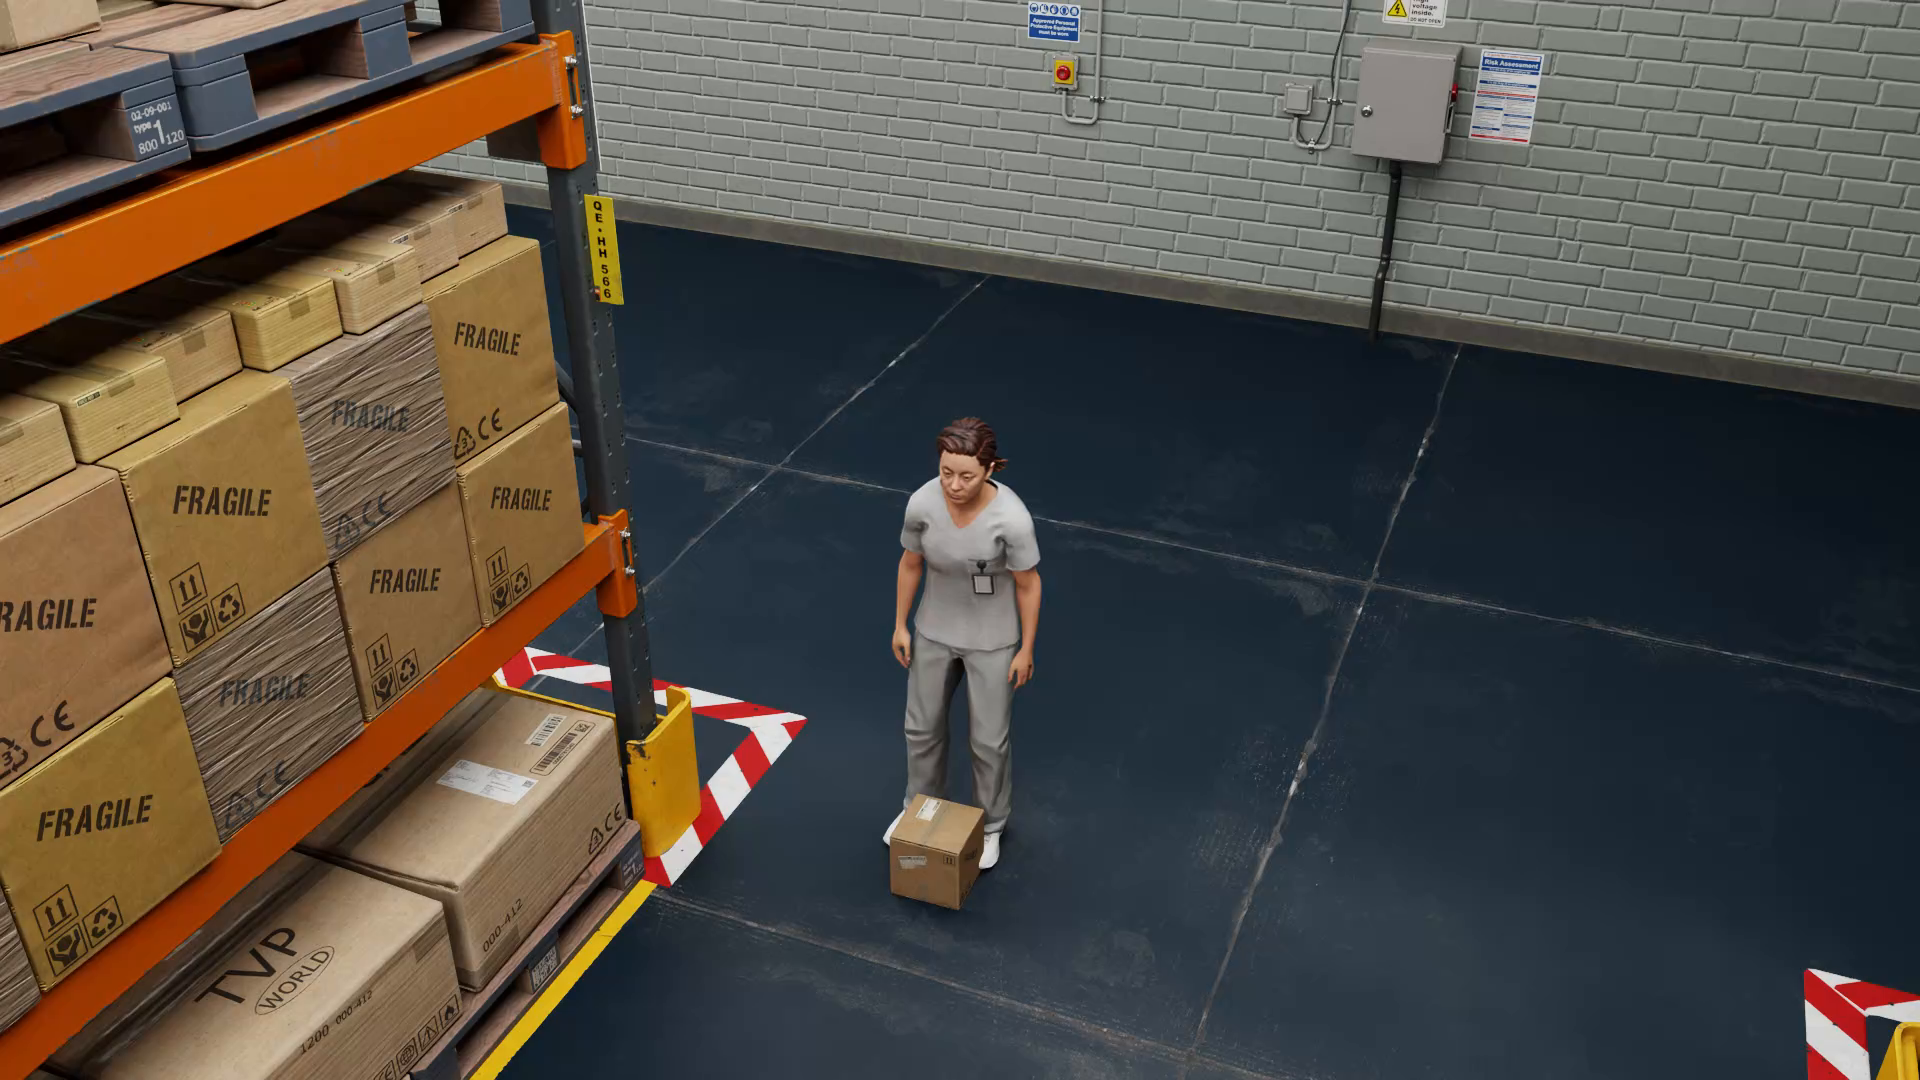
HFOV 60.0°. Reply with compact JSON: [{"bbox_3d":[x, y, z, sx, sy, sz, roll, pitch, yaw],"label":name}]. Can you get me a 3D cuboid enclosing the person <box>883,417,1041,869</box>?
[{"bbox_3d":[0.011,0.337,5.543,0.511,1.670,0.355,10,31,17],"label":"person"}]
